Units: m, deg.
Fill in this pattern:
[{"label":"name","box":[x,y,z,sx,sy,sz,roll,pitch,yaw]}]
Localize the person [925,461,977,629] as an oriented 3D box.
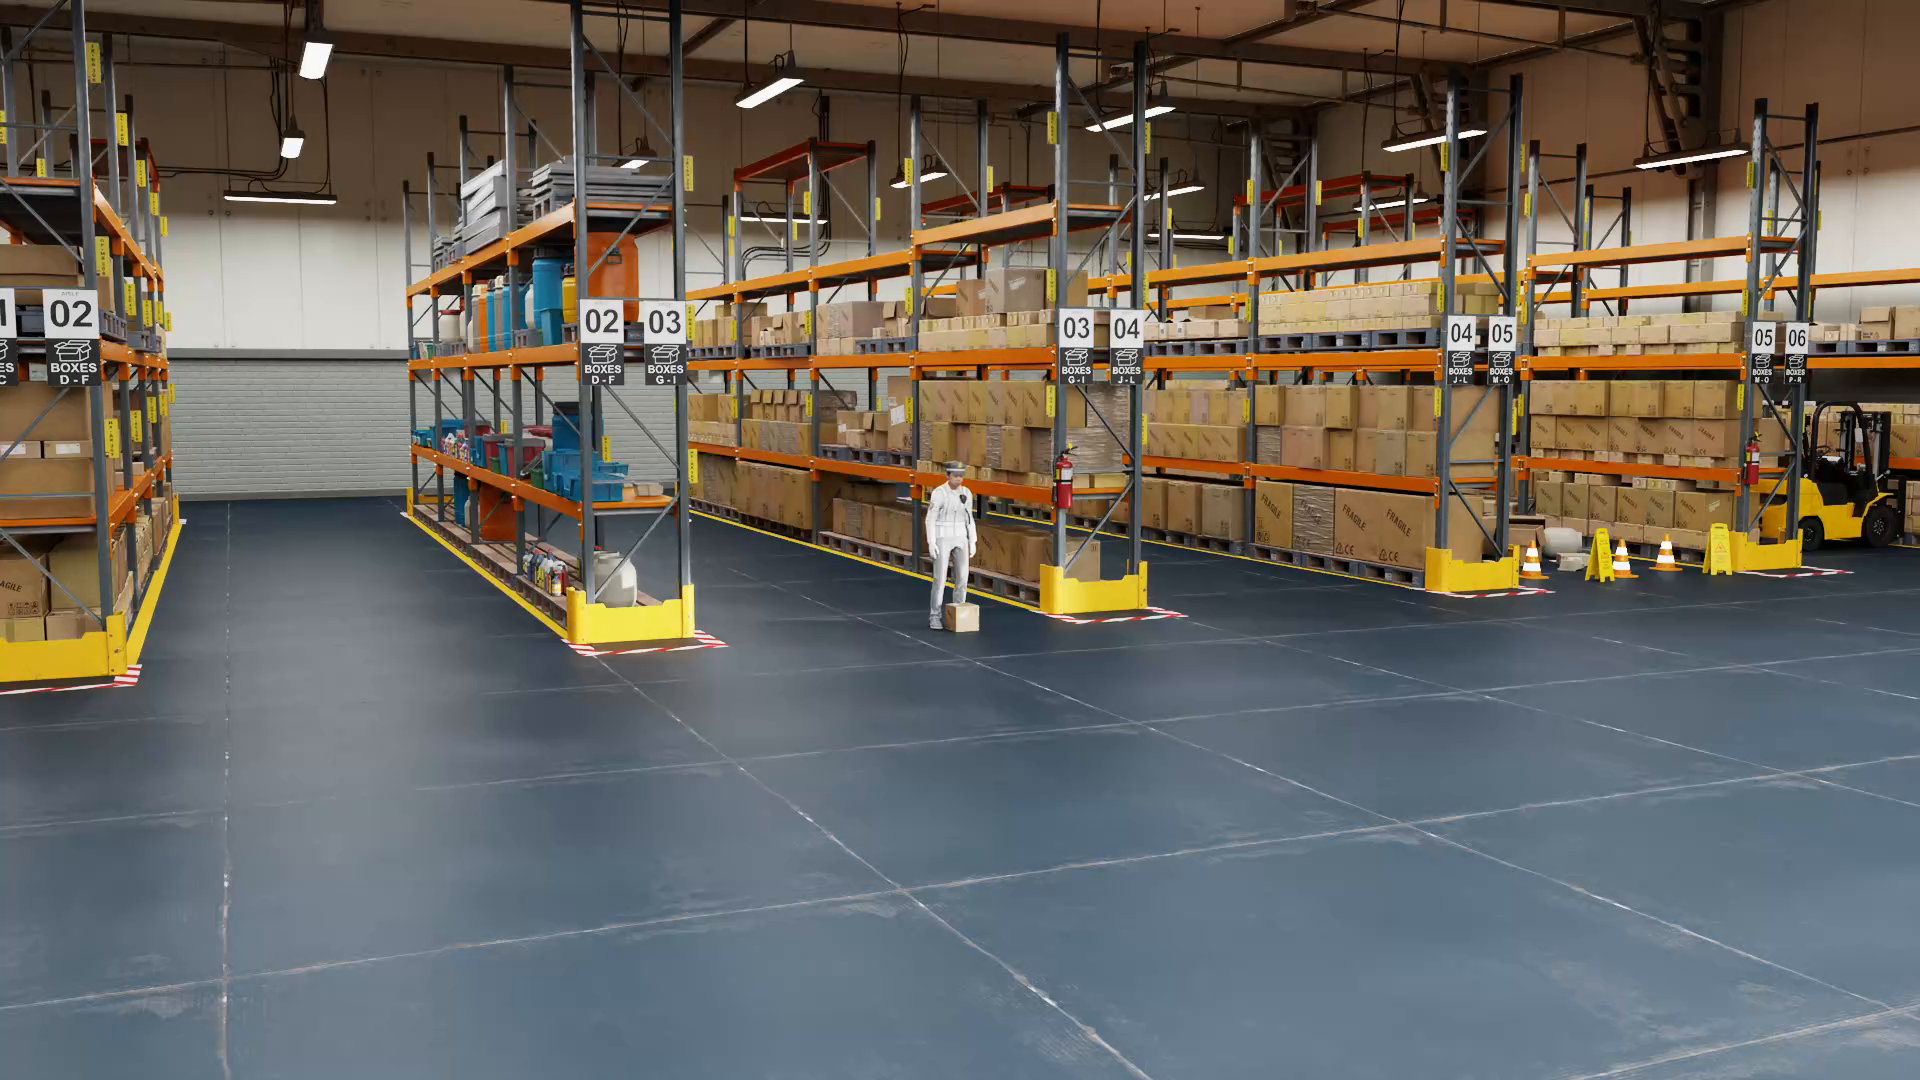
[{"label":"person","box":[-0.079,0.041,16.559,0.528,1.664,0.403,-2,6,-23]}]
